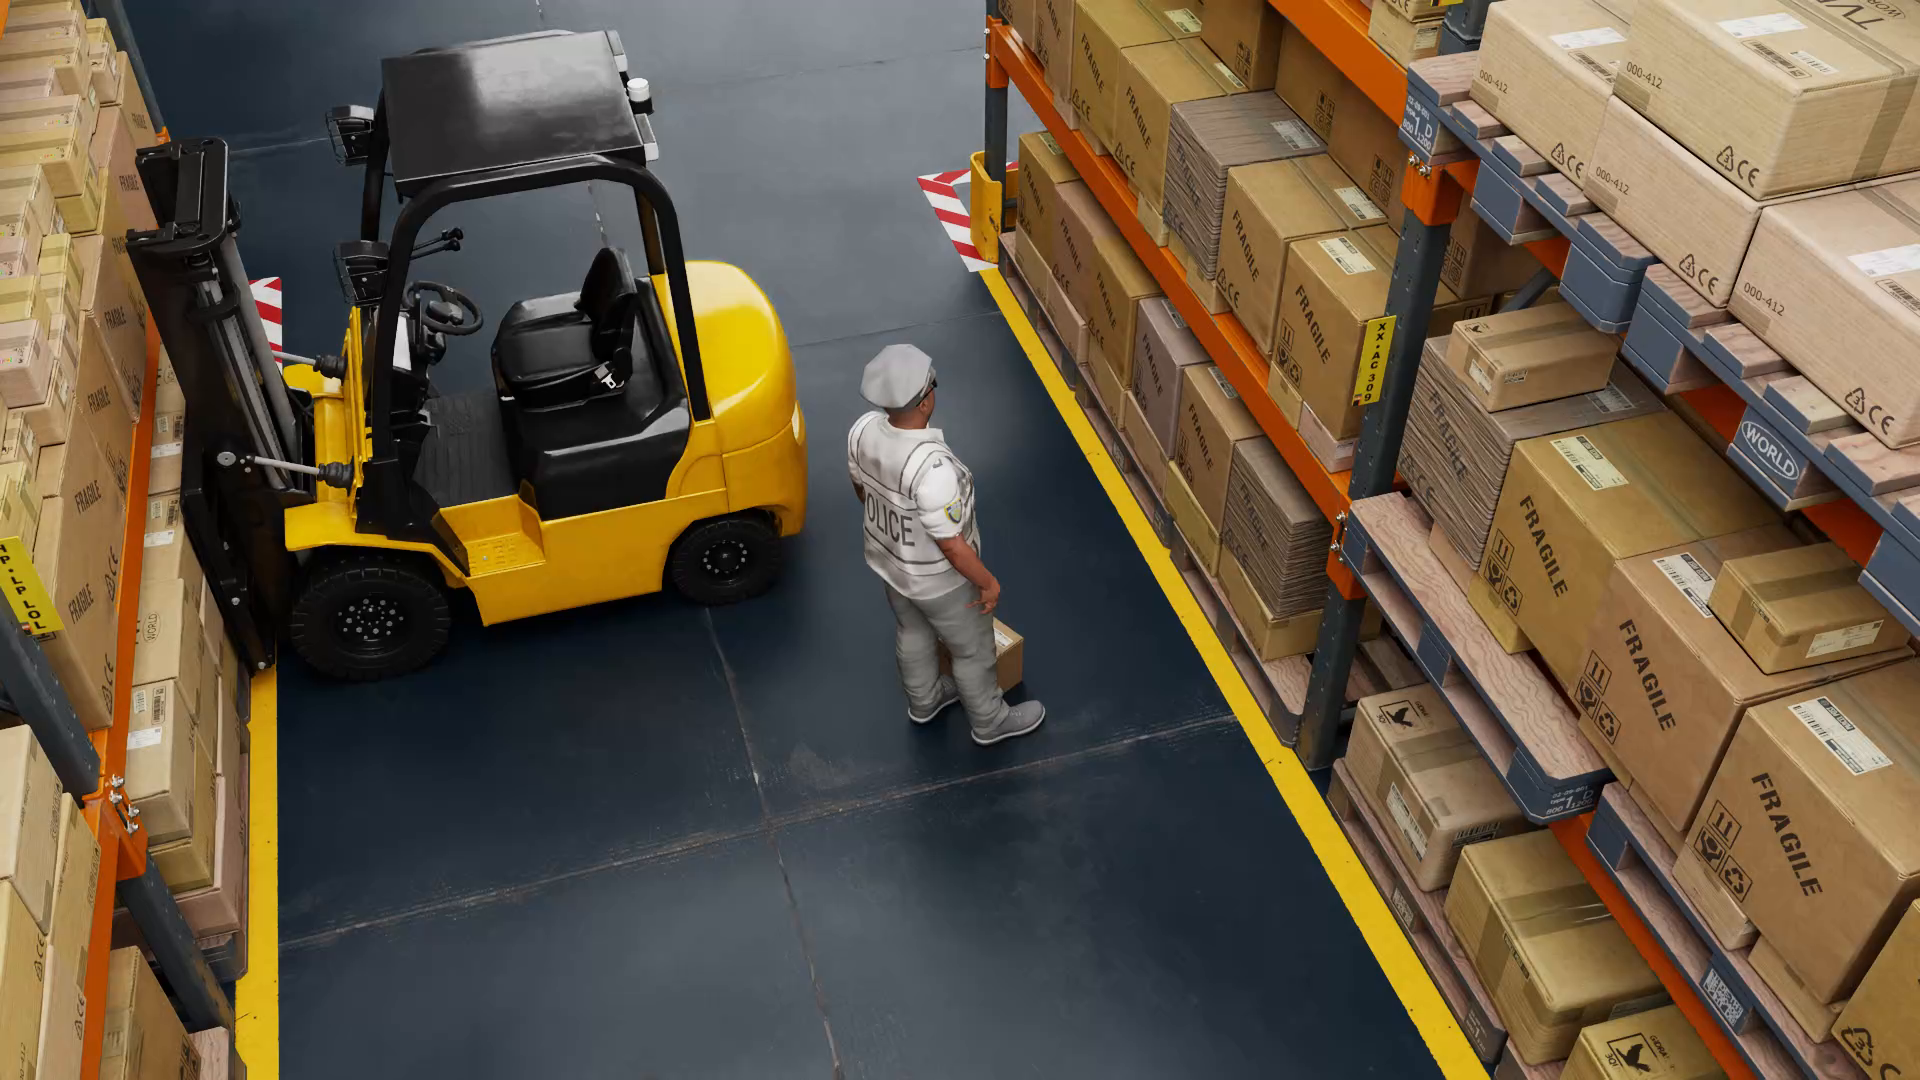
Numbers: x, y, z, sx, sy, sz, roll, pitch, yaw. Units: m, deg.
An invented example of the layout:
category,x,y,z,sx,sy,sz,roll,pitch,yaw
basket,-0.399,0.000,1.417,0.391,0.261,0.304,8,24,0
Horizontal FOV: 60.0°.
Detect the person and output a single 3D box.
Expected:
category,x,y,z,sx,sy,sz,roll,pitch,yaw
person,-0.057,0.021,6.096,0.575,1.780,0.640,-31,50,-30
